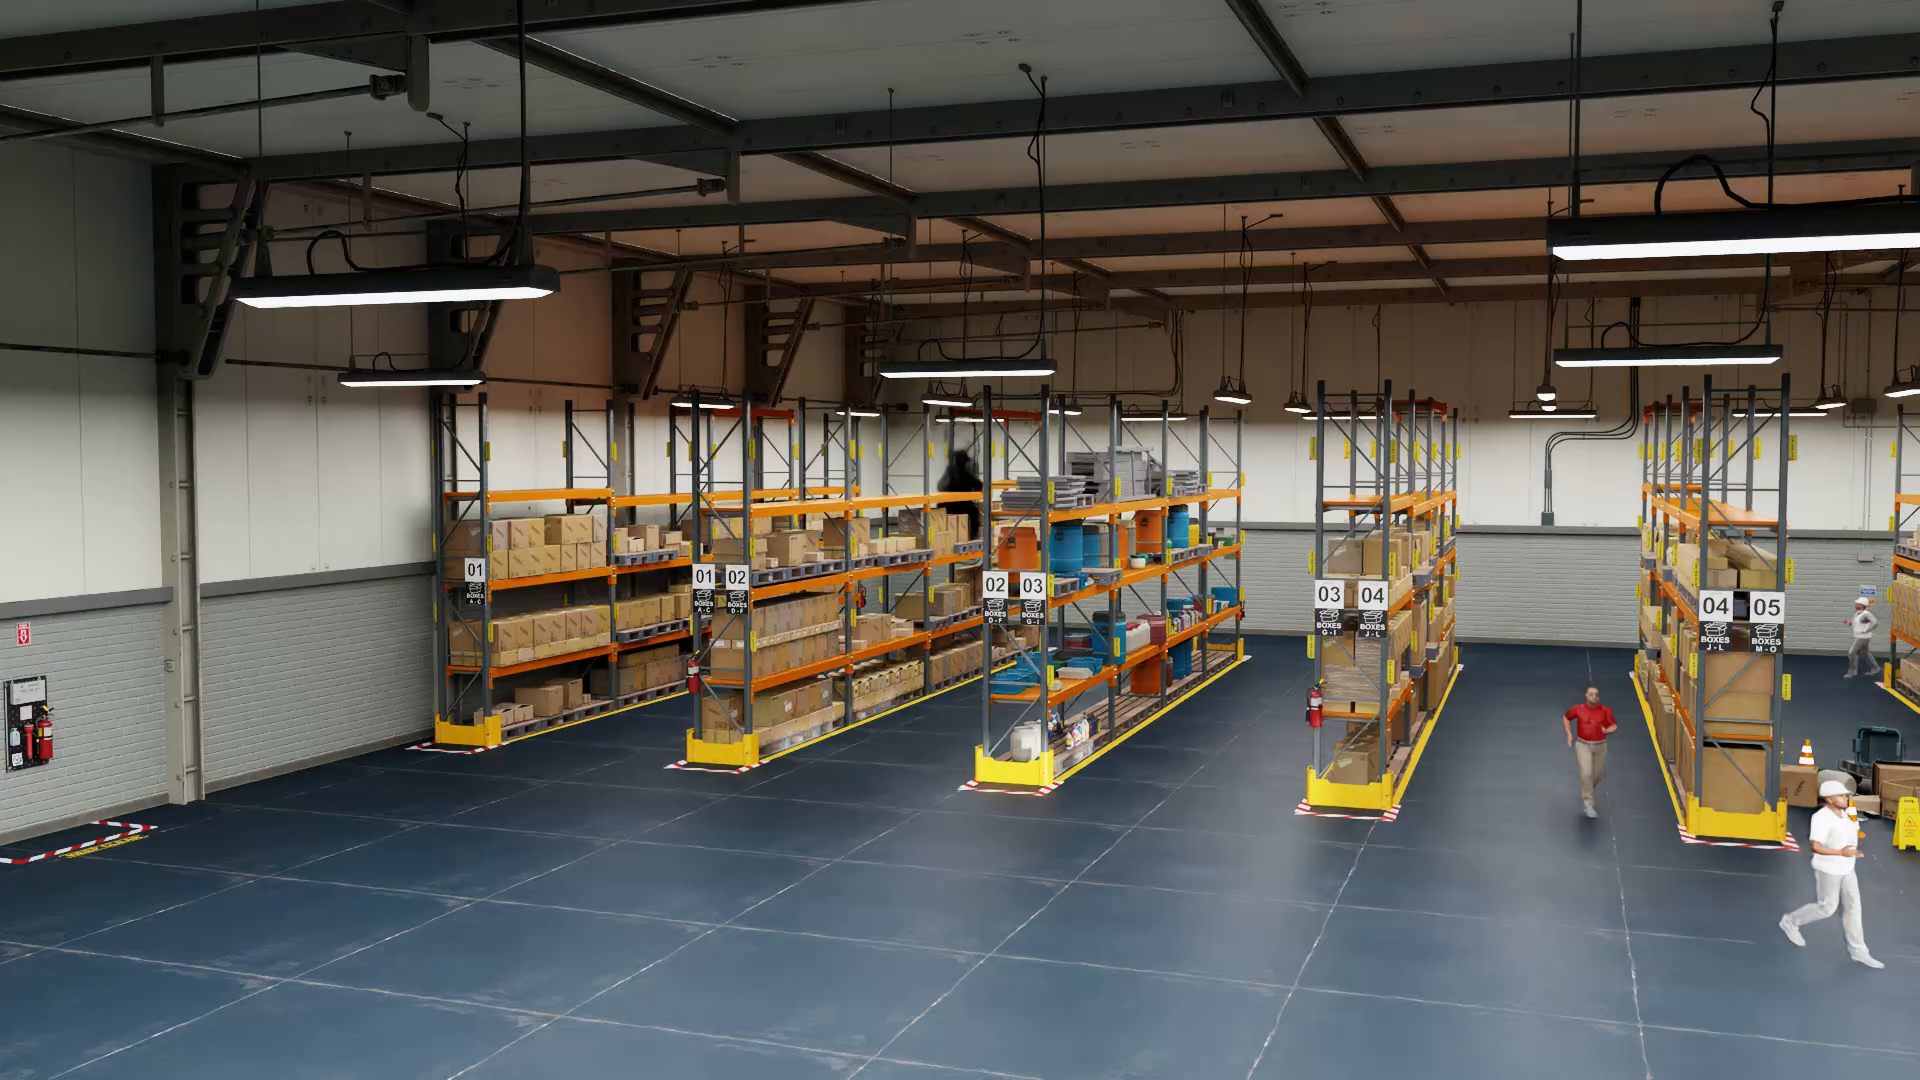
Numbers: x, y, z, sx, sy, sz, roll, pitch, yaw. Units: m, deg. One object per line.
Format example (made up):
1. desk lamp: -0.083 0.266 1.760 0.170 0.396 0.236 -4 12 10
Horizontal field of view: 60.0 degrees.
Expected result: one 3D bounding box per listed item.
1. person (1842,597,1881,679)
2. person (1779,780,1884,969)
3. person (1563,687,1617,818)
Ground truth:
1. person: 19.872 2.174 36.574 0.774 1.829 0.657 1 3 19
2. person: 8.547 3.233 16.286 0.701 1.764 0.972 -2 4 -36
3. person: 8.723 2.887 22.985 0.664 1.723 0.969 0 3 5
